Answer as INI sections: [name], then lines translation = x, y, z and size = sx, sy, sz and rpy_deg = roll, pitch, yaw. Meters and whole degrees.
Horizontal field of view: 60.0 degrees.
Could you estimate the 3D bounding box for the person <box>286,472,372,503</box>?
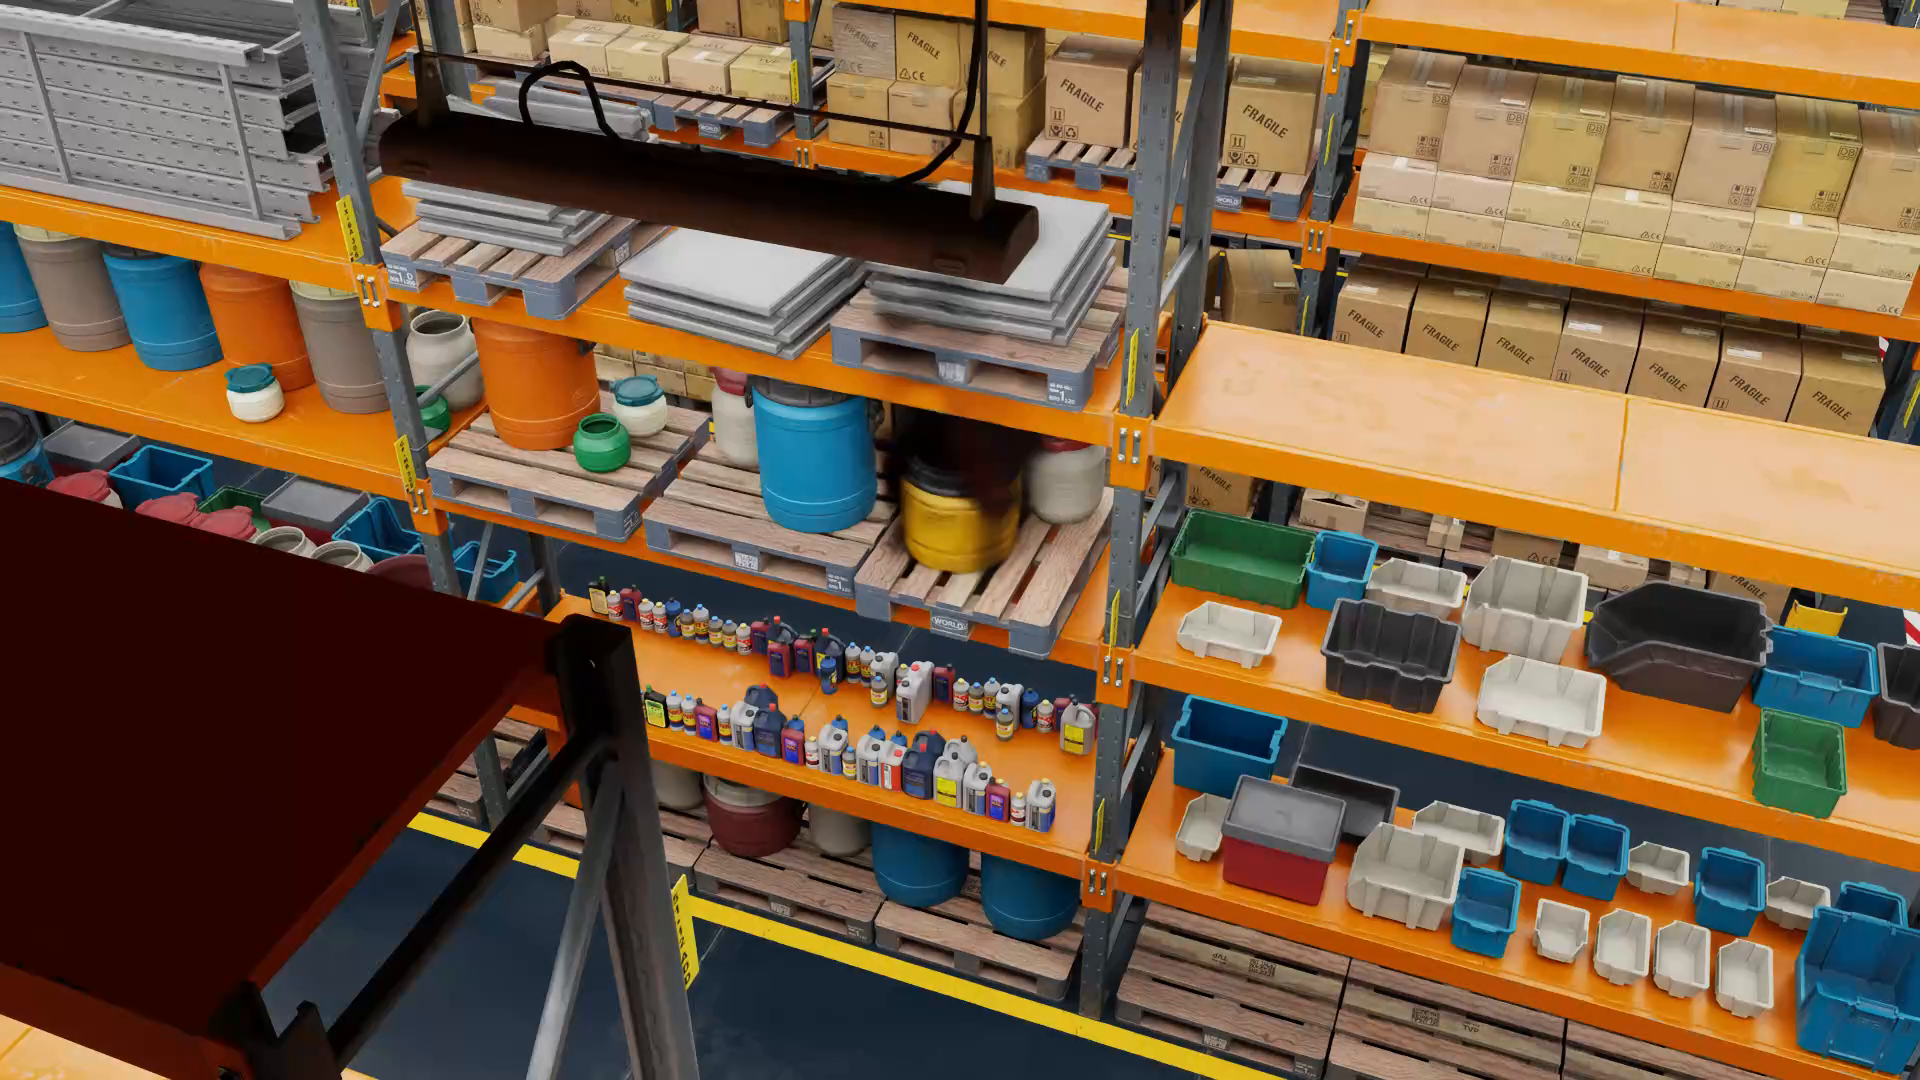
[person]
translation = -5.024, -0.753, 13.012
size = 0.733, 1.751, 0.554
rpy_deg = 9, 37, 12
